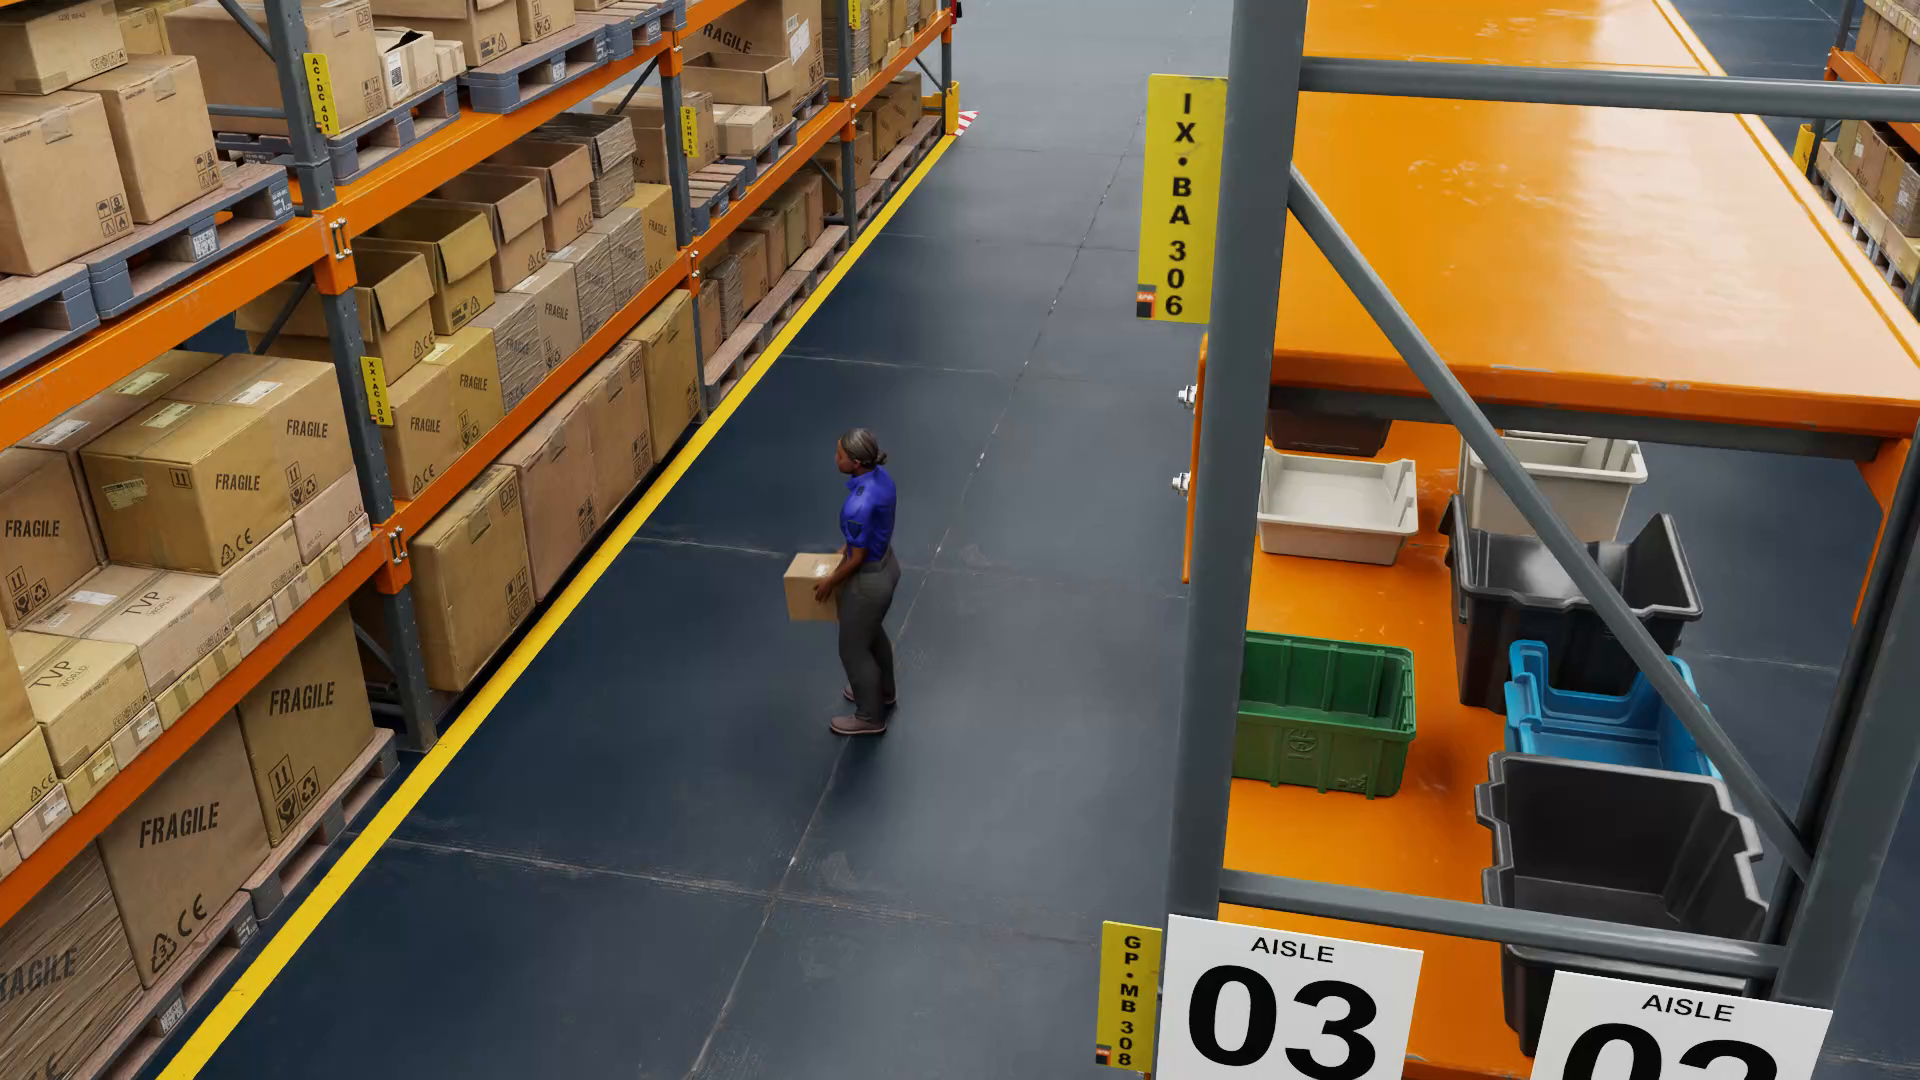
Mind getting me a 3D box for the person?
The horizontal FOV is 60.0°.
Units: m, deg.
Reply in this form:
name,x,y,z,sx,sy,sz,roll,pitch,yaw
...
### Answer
name,x,y,z,sx,sy,sz,roll,pitch,yaw
person,-0.505,0.194,8.258,0.391,1.662,0.481,5,29,10
